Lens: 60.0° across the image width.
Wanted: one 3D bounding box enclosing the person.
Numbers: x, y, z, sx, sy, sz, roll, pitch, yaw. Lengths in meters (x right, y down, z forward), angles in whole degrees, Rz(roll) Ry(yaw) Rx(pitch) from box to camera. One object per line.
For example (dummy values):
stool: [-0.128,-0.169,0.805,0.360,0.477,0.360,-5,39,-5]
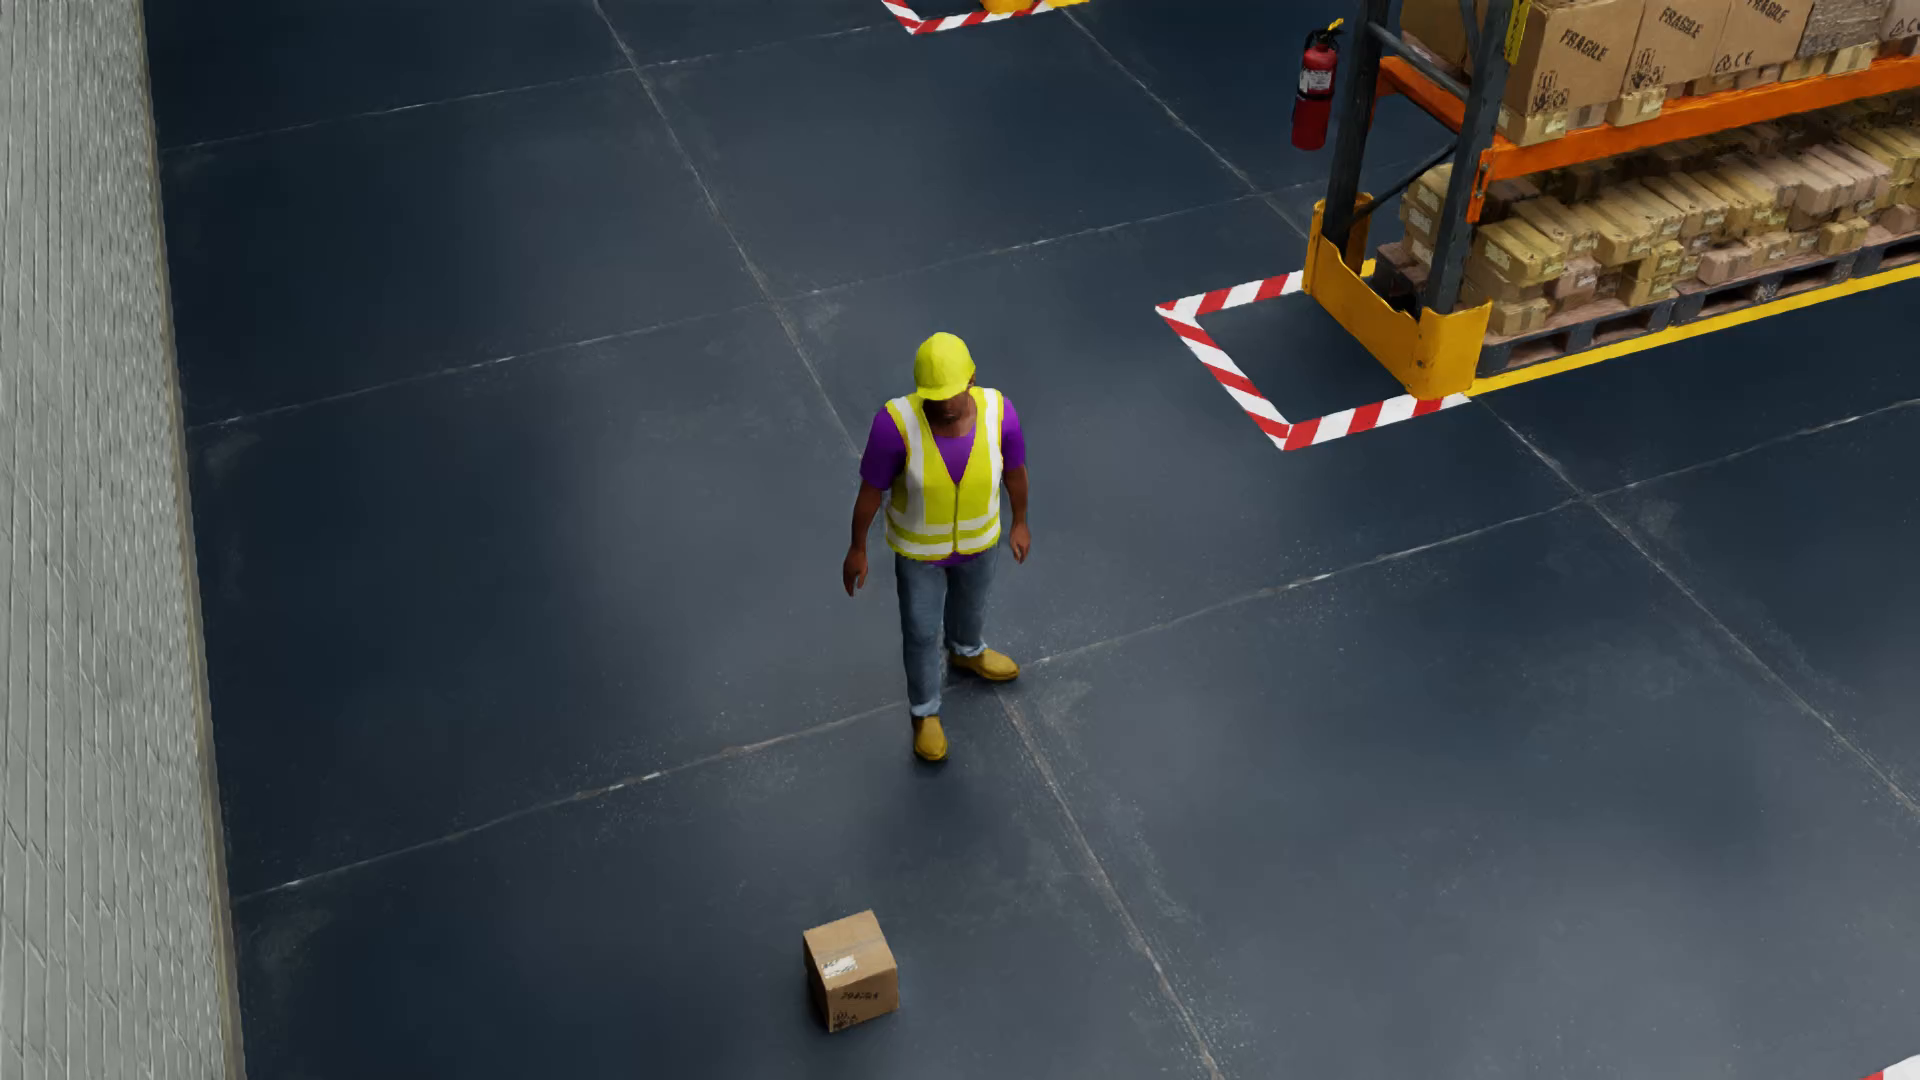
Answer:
person: [-0.070,0.018,6.103,0.738,1.768,0.582,-13,43,-14]
